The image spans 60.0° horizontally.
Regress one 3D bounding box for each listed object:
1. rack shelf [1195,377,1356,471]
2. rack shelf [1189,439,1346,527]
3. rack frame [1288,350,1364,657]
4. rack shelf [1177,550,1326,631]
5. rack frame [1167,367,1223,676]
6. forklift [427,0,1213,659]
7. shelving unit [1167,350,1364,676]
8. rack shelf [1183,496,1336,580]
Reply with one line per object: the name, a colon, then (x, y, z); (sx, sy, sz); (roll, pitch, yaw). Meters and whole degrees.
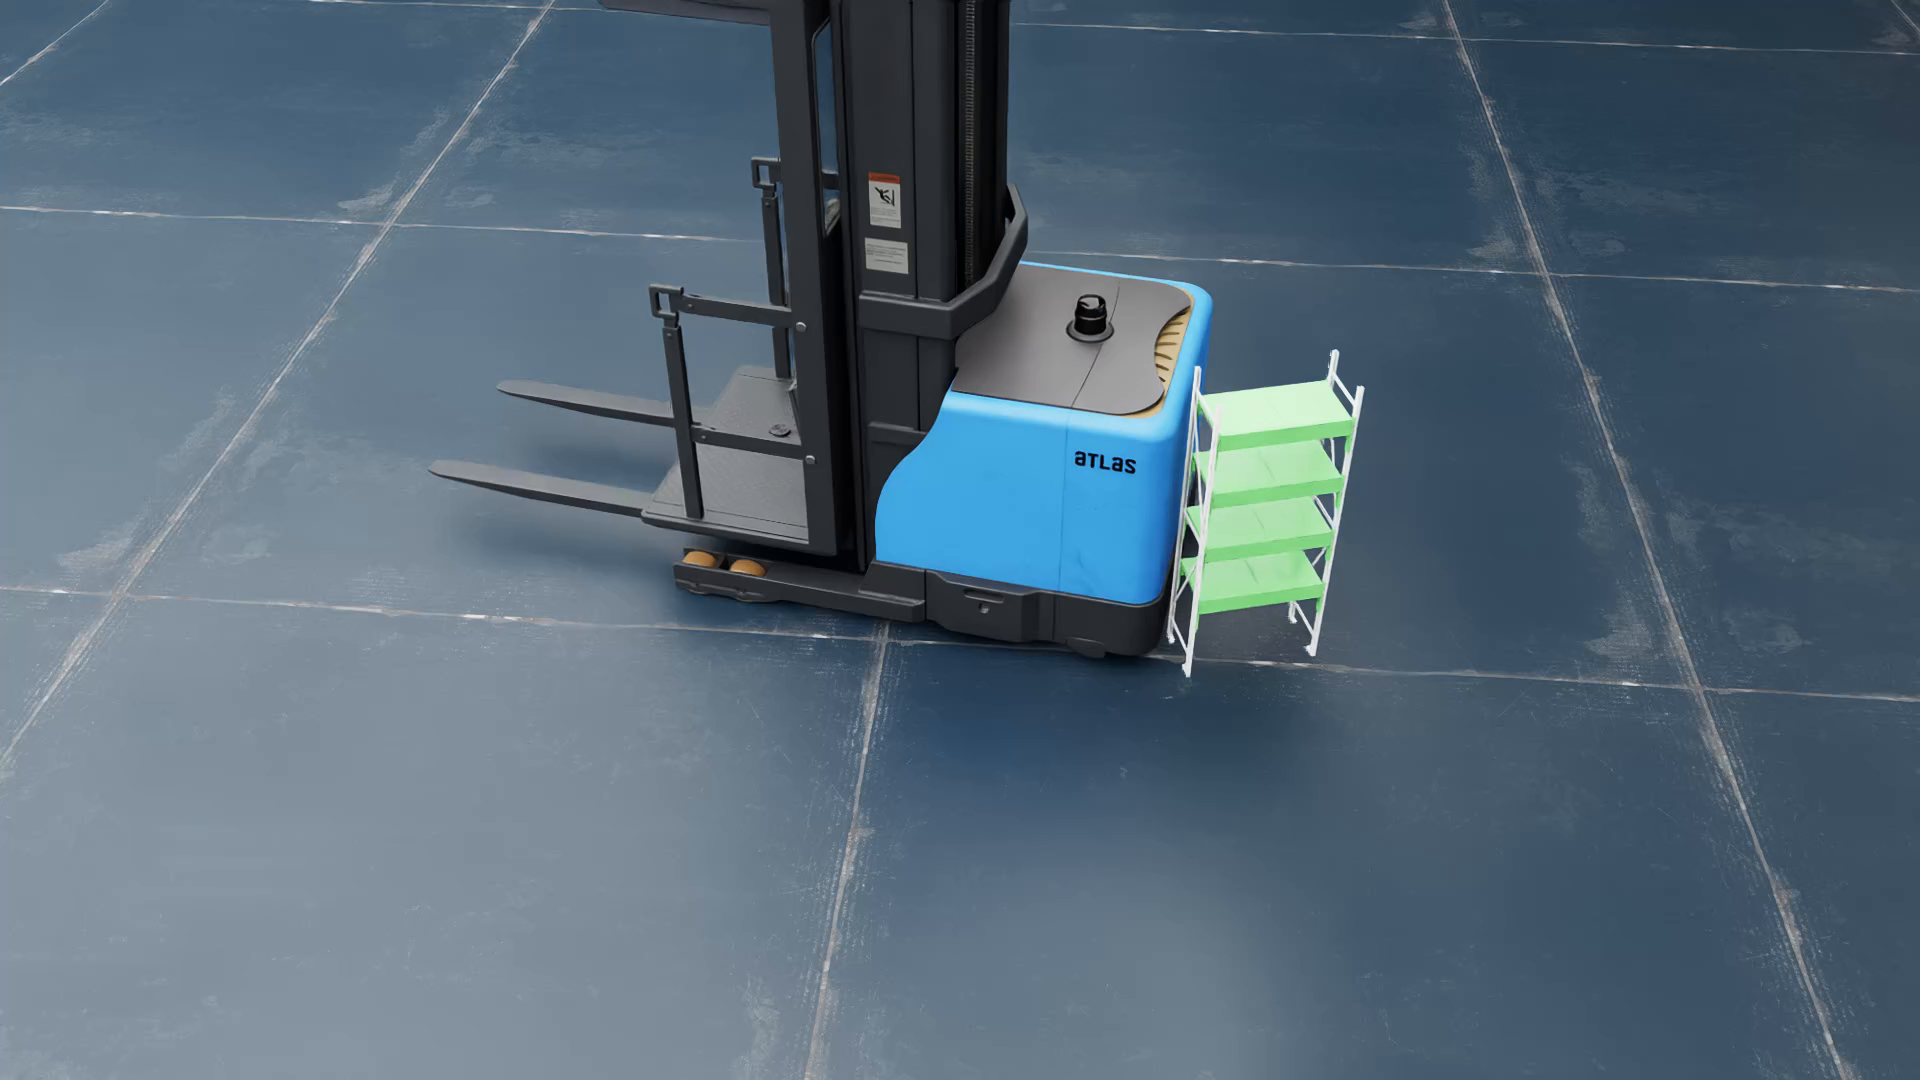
rack shelf: (1.057, -0.395, 5.626); (0.480, 0.148, 0.258); (-8, 40, -9)
rack shelf: (1.057, -0.209, 5.777); (0.480, 0.148, 0.258); (-8, 40, -9)
rack frame: (1.295, -0.104, 5.928); (0.015, 1.200, 0.240); (-8, 40, -9)
rack shelf: (1.057, 0.163, 6.080); (0.480, 0.148, 0.258); (-8, 40, -9)
rack frame: (0.818, -0.040, 5.849); (0.015, 1.200, 0.240); (-8, 40, -9)
forklift: (-0.616, -1.206, 5.910); (3.031, 2.935, 1.130); (10, 40, 12)
shelving unit: (1.057, -0.072, 5.888); (0.503, 1.200, 0.258); (-8, 40, -9)
rack shelf: (1.057, -0.023, 5.929); (0.480, 0.148, 0.258); (-8, 40, -9)
